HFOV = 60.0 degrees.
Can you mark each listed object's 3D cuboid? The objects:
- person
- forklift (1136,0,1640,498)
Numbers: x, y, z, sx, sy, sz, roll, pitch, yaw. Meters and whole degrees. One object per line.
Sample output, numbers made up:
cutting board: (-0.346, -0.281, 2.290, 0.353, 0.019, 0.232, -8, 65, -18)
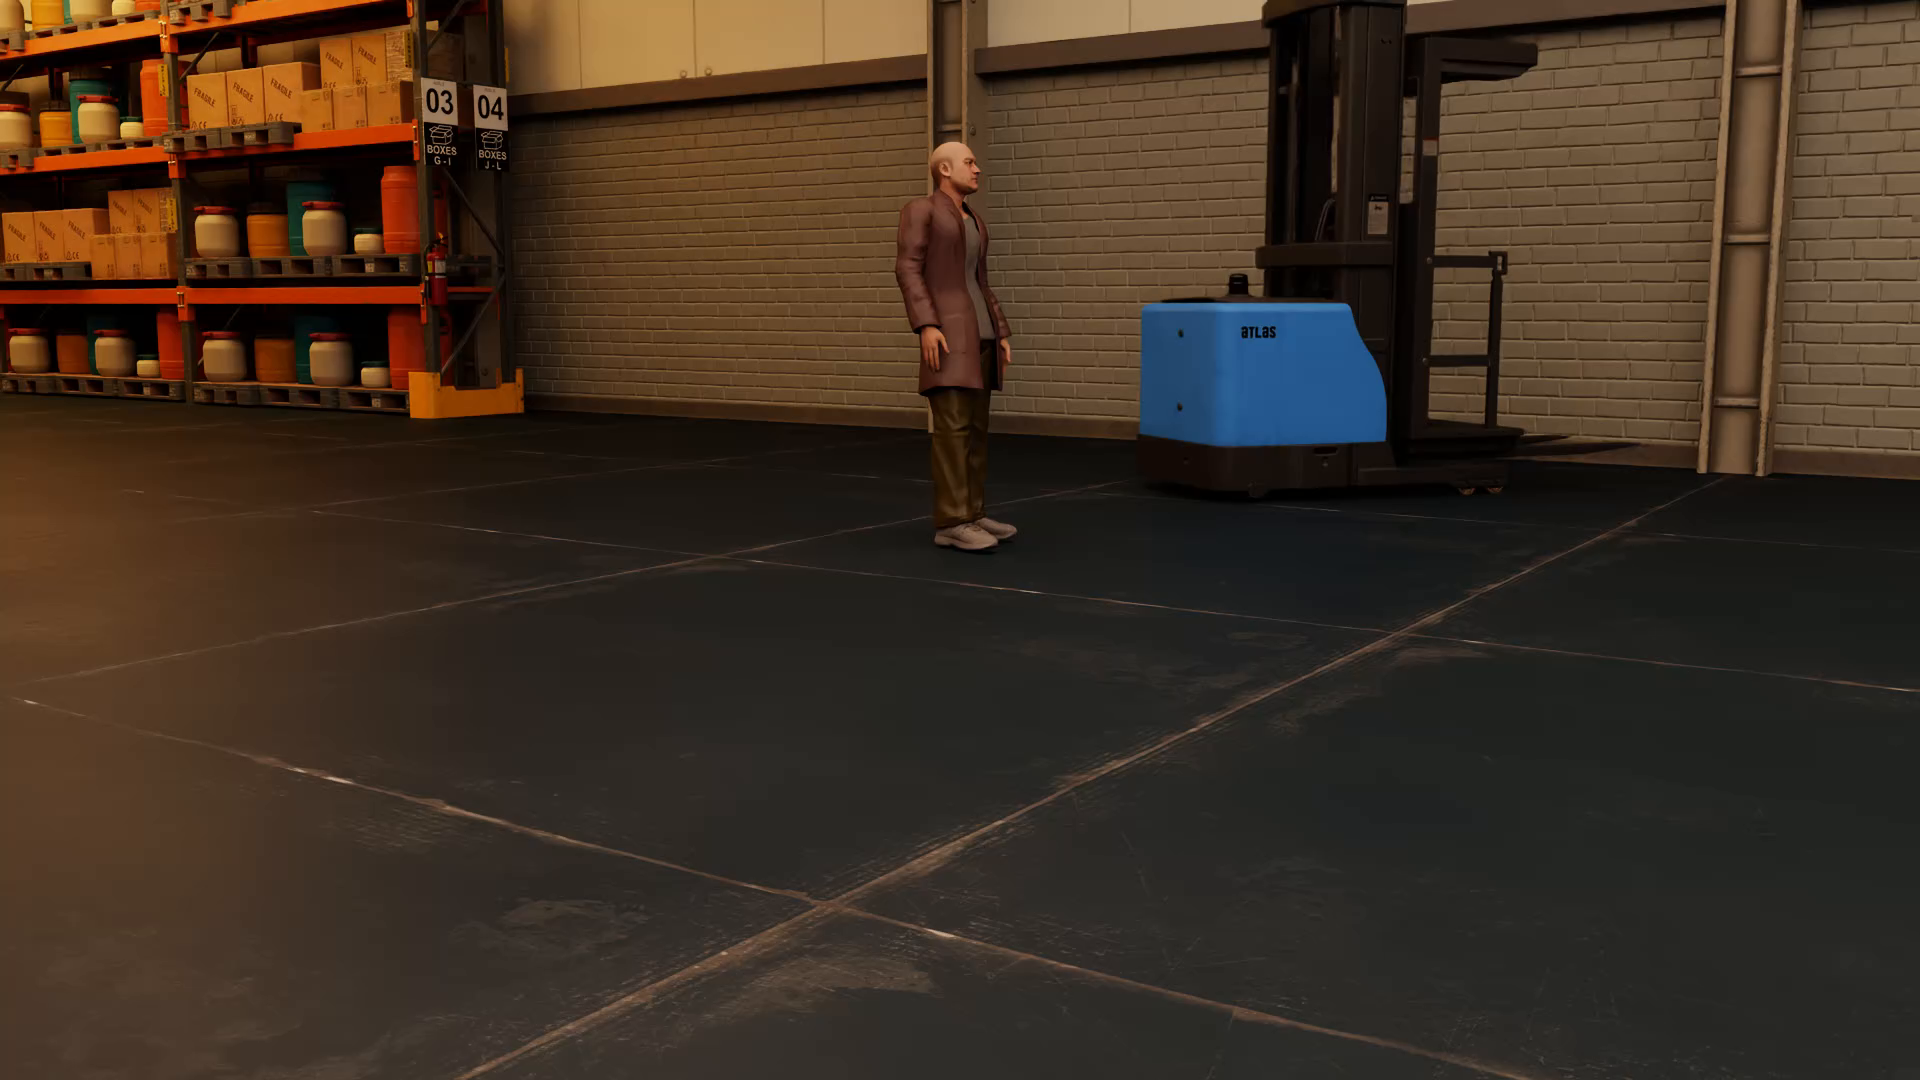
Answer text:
person: (0.072, -0.879, 7.423, 0.582, 1.775, 0.696, 5, 10, 34)
forklift: (2.607, -1.781, 9.715, 3.031, 2.935, 1.130, -3, 9, -21)
